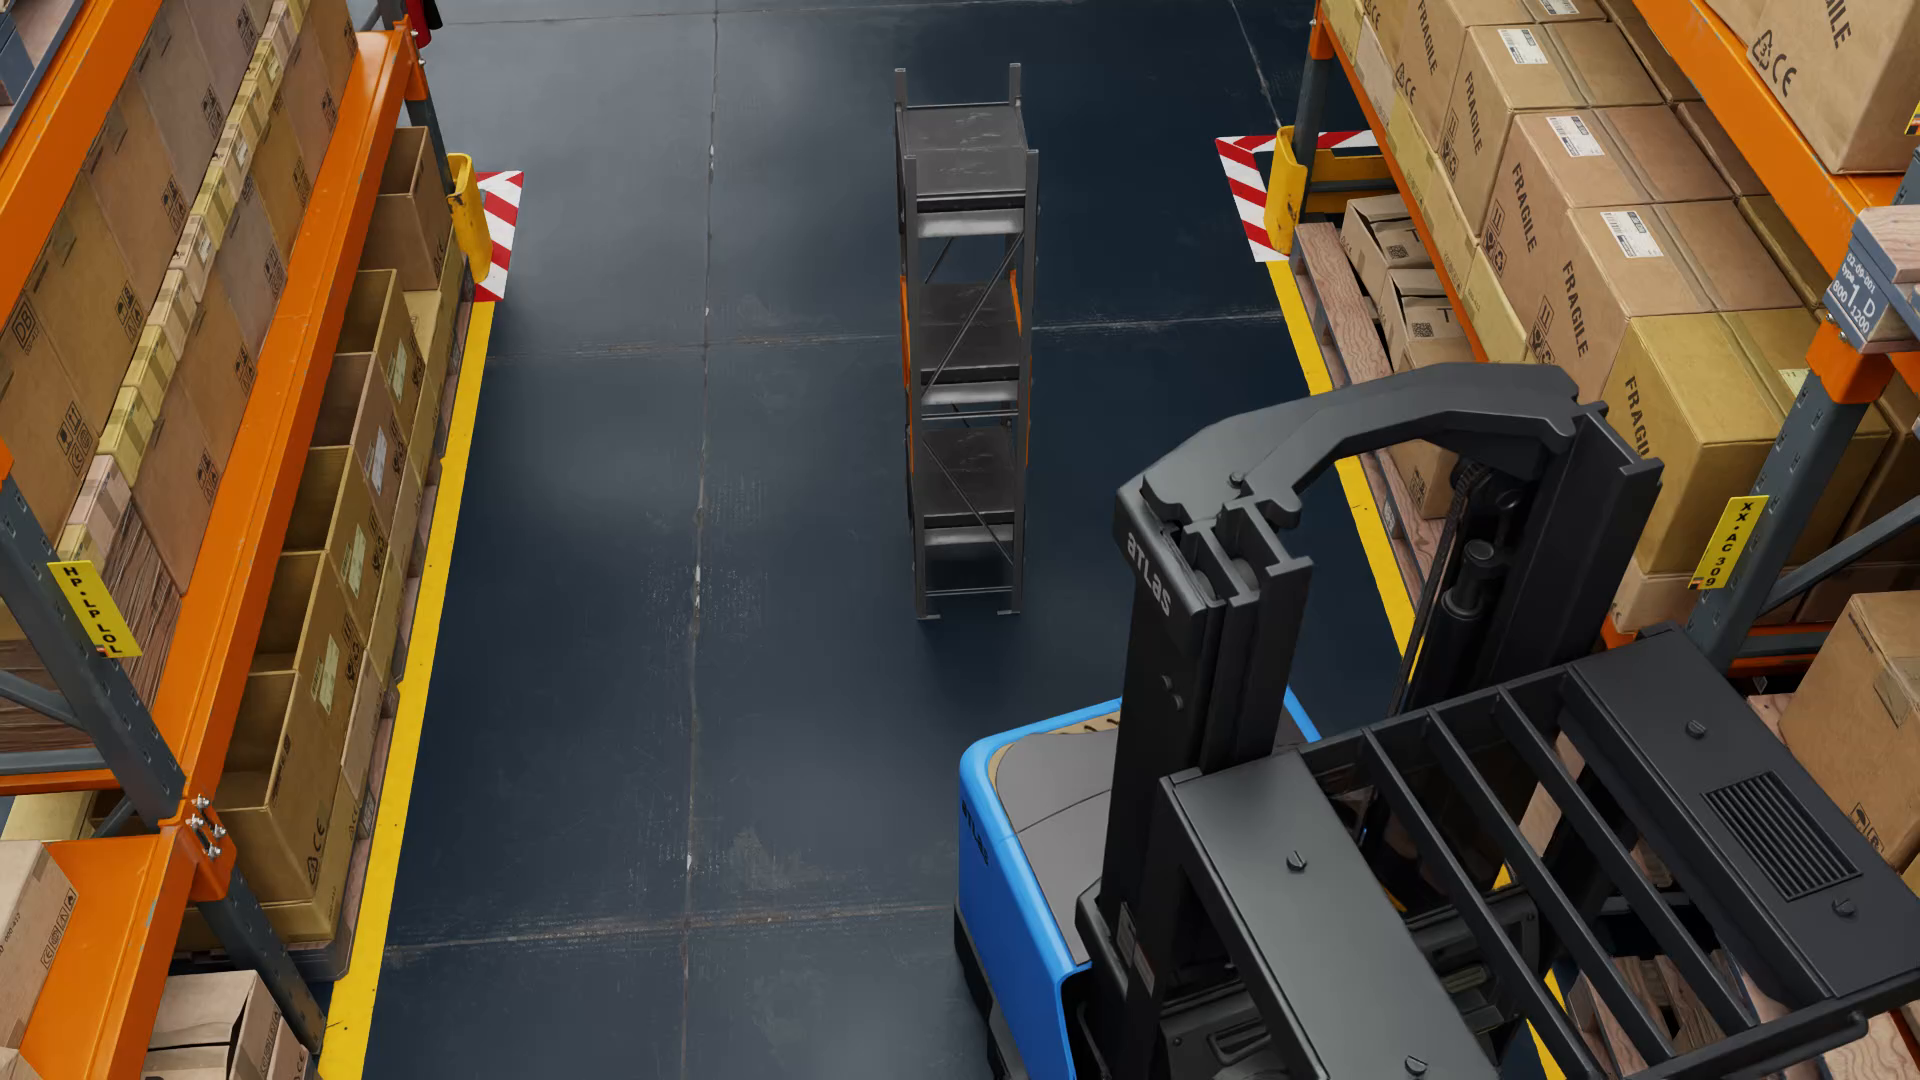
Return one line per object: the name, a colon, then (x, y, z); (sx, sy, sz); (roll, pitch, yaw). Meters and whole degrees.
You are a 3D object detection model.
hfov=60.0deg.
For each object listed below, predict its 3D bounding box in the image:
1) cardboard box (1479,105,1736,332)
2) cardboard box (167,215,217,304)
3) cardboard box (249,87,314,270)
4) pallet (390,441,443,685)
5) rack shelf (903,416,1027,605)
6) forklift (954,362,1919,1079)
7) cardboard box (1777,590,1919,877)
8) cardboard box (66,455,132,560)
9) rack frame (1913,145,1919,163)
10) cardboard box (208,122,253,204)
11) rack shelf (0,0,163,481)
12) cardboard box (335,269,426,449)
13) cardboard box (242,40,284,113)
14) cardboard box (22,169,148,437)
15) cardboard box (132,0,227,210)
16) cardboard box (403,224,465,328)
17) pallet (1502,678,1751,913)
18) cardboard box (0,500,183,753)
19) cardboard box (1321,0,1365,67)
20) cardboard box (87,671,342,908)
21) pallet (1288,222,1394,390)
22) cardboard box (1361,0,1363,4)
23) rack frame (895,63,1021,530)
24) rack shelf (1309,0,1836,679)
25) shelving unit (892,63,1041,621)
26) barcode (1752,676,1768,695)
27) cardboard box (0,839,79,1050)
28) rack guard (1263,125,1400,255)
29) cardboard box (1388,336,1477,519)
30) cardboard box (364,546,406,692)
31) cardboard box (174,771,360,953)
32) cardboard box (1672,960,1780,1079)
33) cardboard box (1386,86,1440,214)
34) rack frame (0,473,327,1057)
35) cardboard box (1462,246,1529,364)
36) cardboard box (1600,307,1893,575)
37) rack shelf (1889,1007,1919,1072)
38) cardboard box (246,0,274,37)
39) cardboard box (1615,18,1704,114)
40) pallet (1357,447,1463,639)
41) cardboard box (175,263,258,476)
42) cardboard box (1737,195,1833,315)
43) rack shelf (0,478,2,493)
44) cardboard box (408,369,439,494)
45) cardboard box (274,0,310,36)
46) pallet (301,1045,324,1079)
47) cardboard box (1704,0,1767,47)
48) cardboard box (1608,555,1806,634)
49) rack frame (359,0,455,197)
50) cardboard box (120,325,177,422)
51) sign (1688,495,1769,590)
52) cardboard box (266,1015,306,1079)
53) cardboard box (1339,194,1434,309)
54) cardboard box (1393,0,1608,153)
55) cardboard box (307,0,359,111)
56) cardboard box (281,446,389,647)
cardboard box: (1.999, -0.994, 5.198); (0.500, 0.500, 0.500); (-5, 47, -4)
cardboard box: (-2.452, -0.823, 4.948); (0.380, 0.149, 0.250); (-5, 47, -4)
cardboard box: (-2.735, -1.278, 5.826); (0.700, 0.500, 0.500); (-3, 47, -3)
pallet: (-2.641, 0.068, 6.540); (1.003, 0.211, 1.213); (-3, 47, -3)
rack shelf: (0.014, -0.112, 6.392); (0.431, 0.518, 0.480); (-3, 47, -3)
forklift: (0.963, 1.199, 3.596); (1.130, 2.935, 3.031); (-15, 48, -14)
cardboard box: (2.434, 0.453, 3.883); (0.700, 0.500, 0.500); (-3, 47, -3)
cardboard box: (-2.361, -0.073, 4.237); (0.380, 0.149, 0.250); (-3, 47, -3)
rack frame: (2.425, -1.794, 2.252); (1.000, 3.000, 0.127); (-3, 47, -3)
cardboard box: (-2.492, -1.192, 5.298); (0.380, 0.149, 0.250); (-4, 47, -4)
rack shelf: (-2.678, -1.659, 4.685); (1.077, 0.370, 4.000); (-3, 47, -3)
cardboard box: (-2.406, -0.686, 6.422); (0.500, 0.500, 0.500); (-3, 47, -3)
cardboard box: (-2.538, -1.568, 5.653); (0.380, 0.149, 0.250); (-2, 47, -2)
cardboard box: (-2.598, -0.594, 4.285); (0.700, 0.500, 0.500); (-4, 47, -3)
cardboard box: (-2.680, -1.318, 4.970); (0.700, 0.500, 0.500); (-3, 47, -3)
cardboard box: (-2.506, -1.151, 7.378); (0.500, 0.250, 0.500); (-3, 47, -3)
pallet: (2.334, 0.744, 5.900); (1.003, 0.211, 1.213); (-3, 47, -3)
cardboard box: (-2.554, 0.217, 4.409); (0.700, 0.500, 0.500); (-5, 47, -4)
cardboard box: (1.815, -2.208, 6.865); (0.500, 0.250, 0.500); (-5, 47, -4)
cardboard box: (-2.237, 0.761, 5.051); (0.500, 0.500, 0.500); (-3, 47, -3)
pallet: (2.130, -1.022, 7.572); (1.003, 0.211, 1.213); (-3, 47, -3)
cardboard box: (1.831, -2.475, 6.601); (0.500, 0.500, 0.500); (-3, 47, -3)
rack frame: (-0.007, -0.779, 6.041); (0.400, 2.100, 0.015); (-3, 47, -3)
rack shelf: (2.258, -0.931, 6.061); (1.077, 0.370, 4.000); (-3, 47, -3)
shelving unit: (0.014, -0.602, 5.874); (0.431, 2.100, 0.503); (-3, 47, -3)
barcode: (2.619, 0.461, 5.445); (0.001, 0.075, 0.075); (-3, 47, -3)
cardboard box: (-2.426, 0.977, 3.862); (0.500, 0.250, 0.500); (-1, 47, -1)
rack guard: (2.097, -1.711, 8.026); (1.175, 0.500, 0.348); (-3, 47, -3)
cardboard box: (2.118, -0.465, 6.543); (0.700, 0.500, 0.500); (-6, 47, -6)
cardboard box: (-2.321, 0.295, 6.009); (0.500, 0.250, 0.500); (-3, 47, -3)
cardboard box: (-2.247, 1.019, 5.323); (0.500, 0.250, 0.500); (-3, 47, -3)
cardboard box: (2.504, 1.508, 4.674); (0.700, 0.500, 0.500); (-2, 47, -2)
cardboard box: (1.909, -1.465, 6.161); (0.500, 0.250, 0.500); (-4, 47, -4)
rack frame: (-2.511, 0.572, 4.142); (1.000, 3.000, 0.127); (-3, 47, -3)
cardboard box: (1.993, -0.735, 5.470); (0.500, 0.250, 0.500); (-4, 47, -4)
cardboard box: (2.078, -0.268, 4.511); (0.500, 0.500, 0.500); (-4, 47, -3)
rack shelf: (2.593, 1.963, 3.321); (1.077, 0.370, 4.000); (-3, 47, -3)
cardboard box: (-2.765, -2.045, 5.659); (0.700, 0.500, 0.500); (-5, 47, -4)
cardboard box: (2.464, -1.408, 5.590); (0.500, 0.500, 0.500); (-3, 47, -3)
pallet: (2.229, -0.141, 6.738); (1.003, 0.211, 1.213); (-3, 47, -3)
cardboard box: (-2.643, -0.527, 5.114); (0.700, 0.500, 0.500); (-3, 47, -3)
cardboard box: (2.555, -0.672, 4.893); (0.500, 0.500, 0.500); (-4, 47, -4)
rack shelf: (-2.343, 1.235, 1.944); (1.077, 0.370, 4.000); (-3, 47, -3)
cardboard box: (-2.409, -0.428, 6.694); (0.500, 0.250, 0.500); (-3, 47, -3)
cardboard box: (-2.579, -1.940, 6.006); (0.380, 0.149, 0.250); (-4, 47, -4)
pallet: (-2.410, 2.062, 4.652); (1.003, 0.211, 1.213); (-3, 47, -3)
cardboard box: (2.107, -1.521, 3.976); (0.500, 0.500, 0.500); (-7, 47, -7)
cardboard box: (2.084, -0.011, 4.784); (0.500, 0.250, 0.500); (-3, 47, -3)
rack frame: (-2.846, -2.322, 6.883); (1.000, 3.000, 0.127); (-3, 47, -3)
cardboard box: (-2.408, -0.449, 4.594); (0.380, 0.149, 0.250); (-4, 47, -4)
sign: (1.885, 0.009, 4.079); (0.100, 0.325, 0.005); (-3, 47, -3)
cardboard box: (-2.187, 1.656, 4.720); (0.500, 0.250, 0.500); (-4, 47, -4)
cardboard box: (2.059, -1.346, 7.508); (0.500, 0.311, 0.500); (-8, 47, -8)
cardboard box: (1.899, -1.743, 5.907); (0.500, 0.500, 0.500); (-5, 47, -5)
cardboard box: (-2.819, -2.018, 6.526); (0.700, 0.500, 0.500); (-3, 47, -3)
cardboard box: (-2.321, 0.037, 5.737); (0.500, 0.500, 0.500); (-3, 47, -3)
